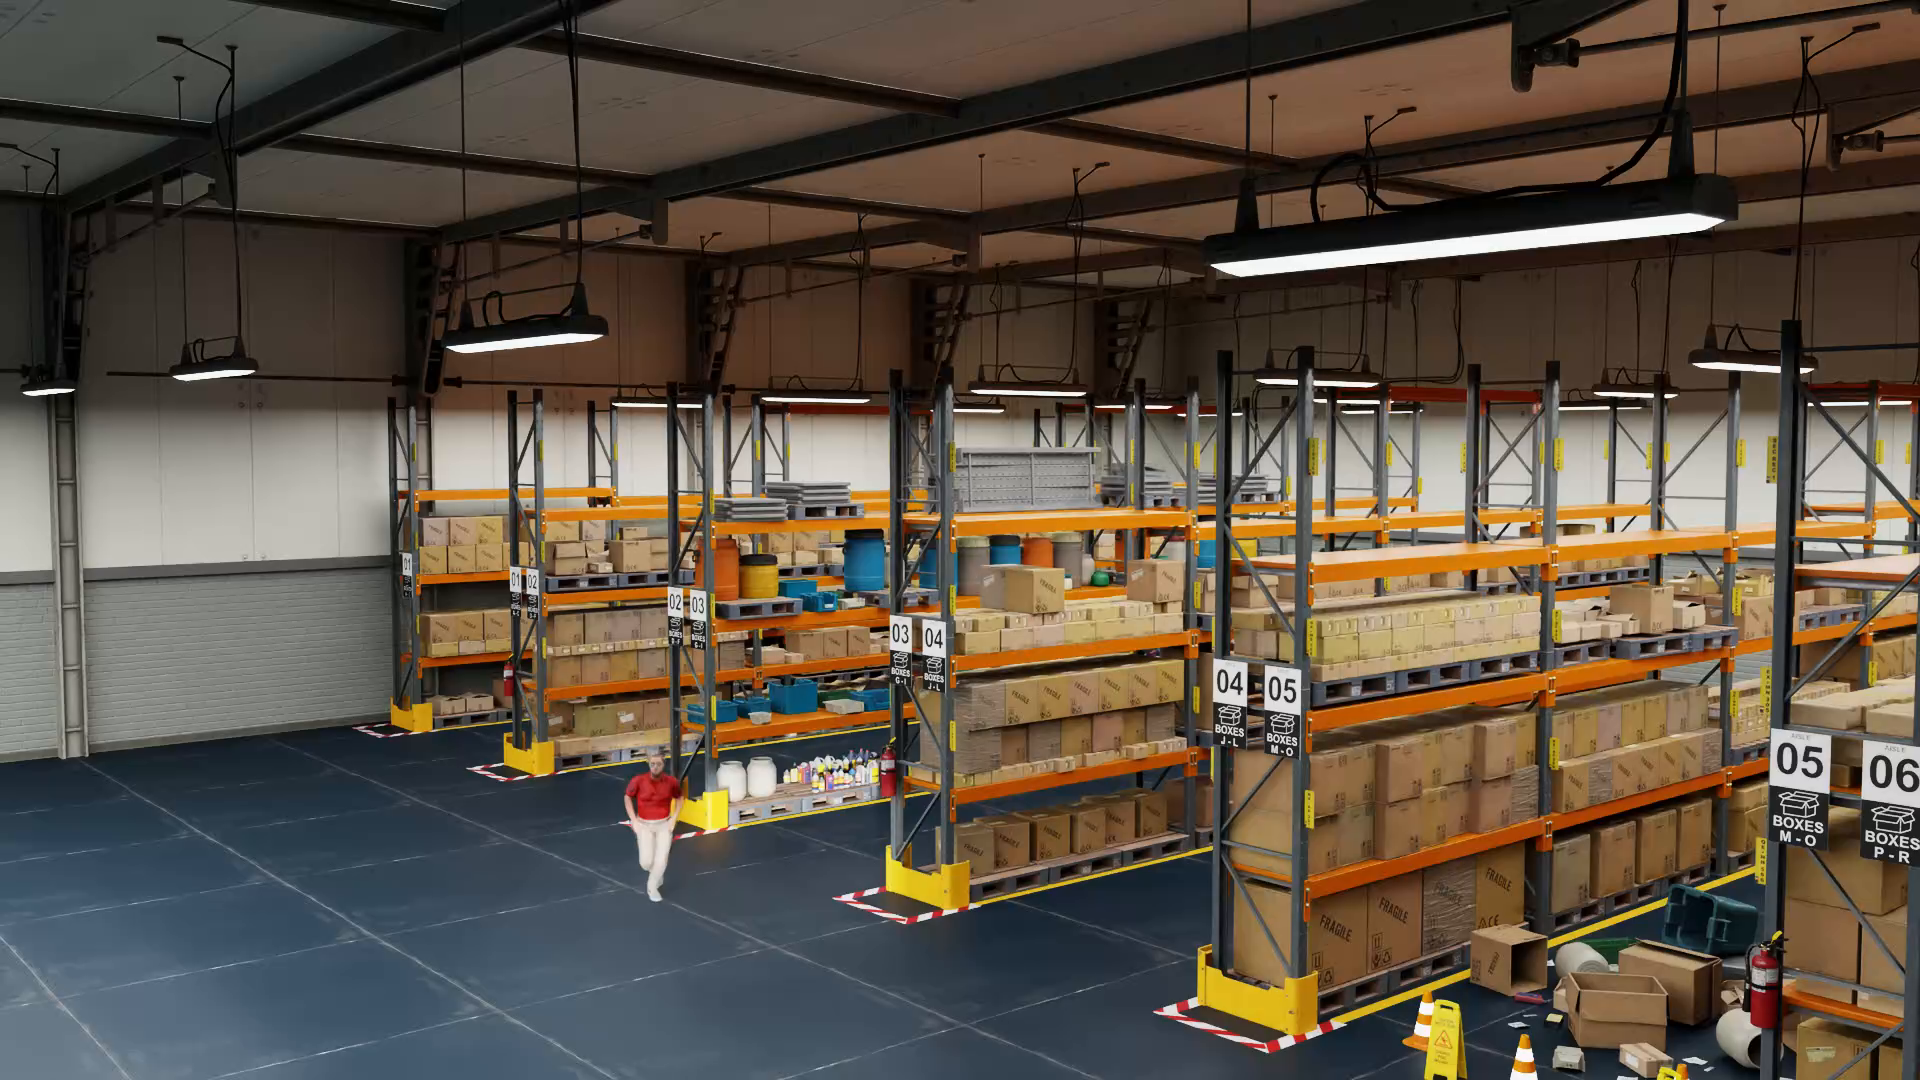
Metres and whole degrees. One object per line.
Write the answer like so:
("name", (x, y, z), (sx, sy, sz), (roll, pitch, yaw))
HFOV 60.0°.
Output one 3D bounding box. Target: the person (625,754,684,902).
("person", (-3.473, 3.236, 18.911), (0.662, 1.671, 0.572), (-1, 3, -10))
